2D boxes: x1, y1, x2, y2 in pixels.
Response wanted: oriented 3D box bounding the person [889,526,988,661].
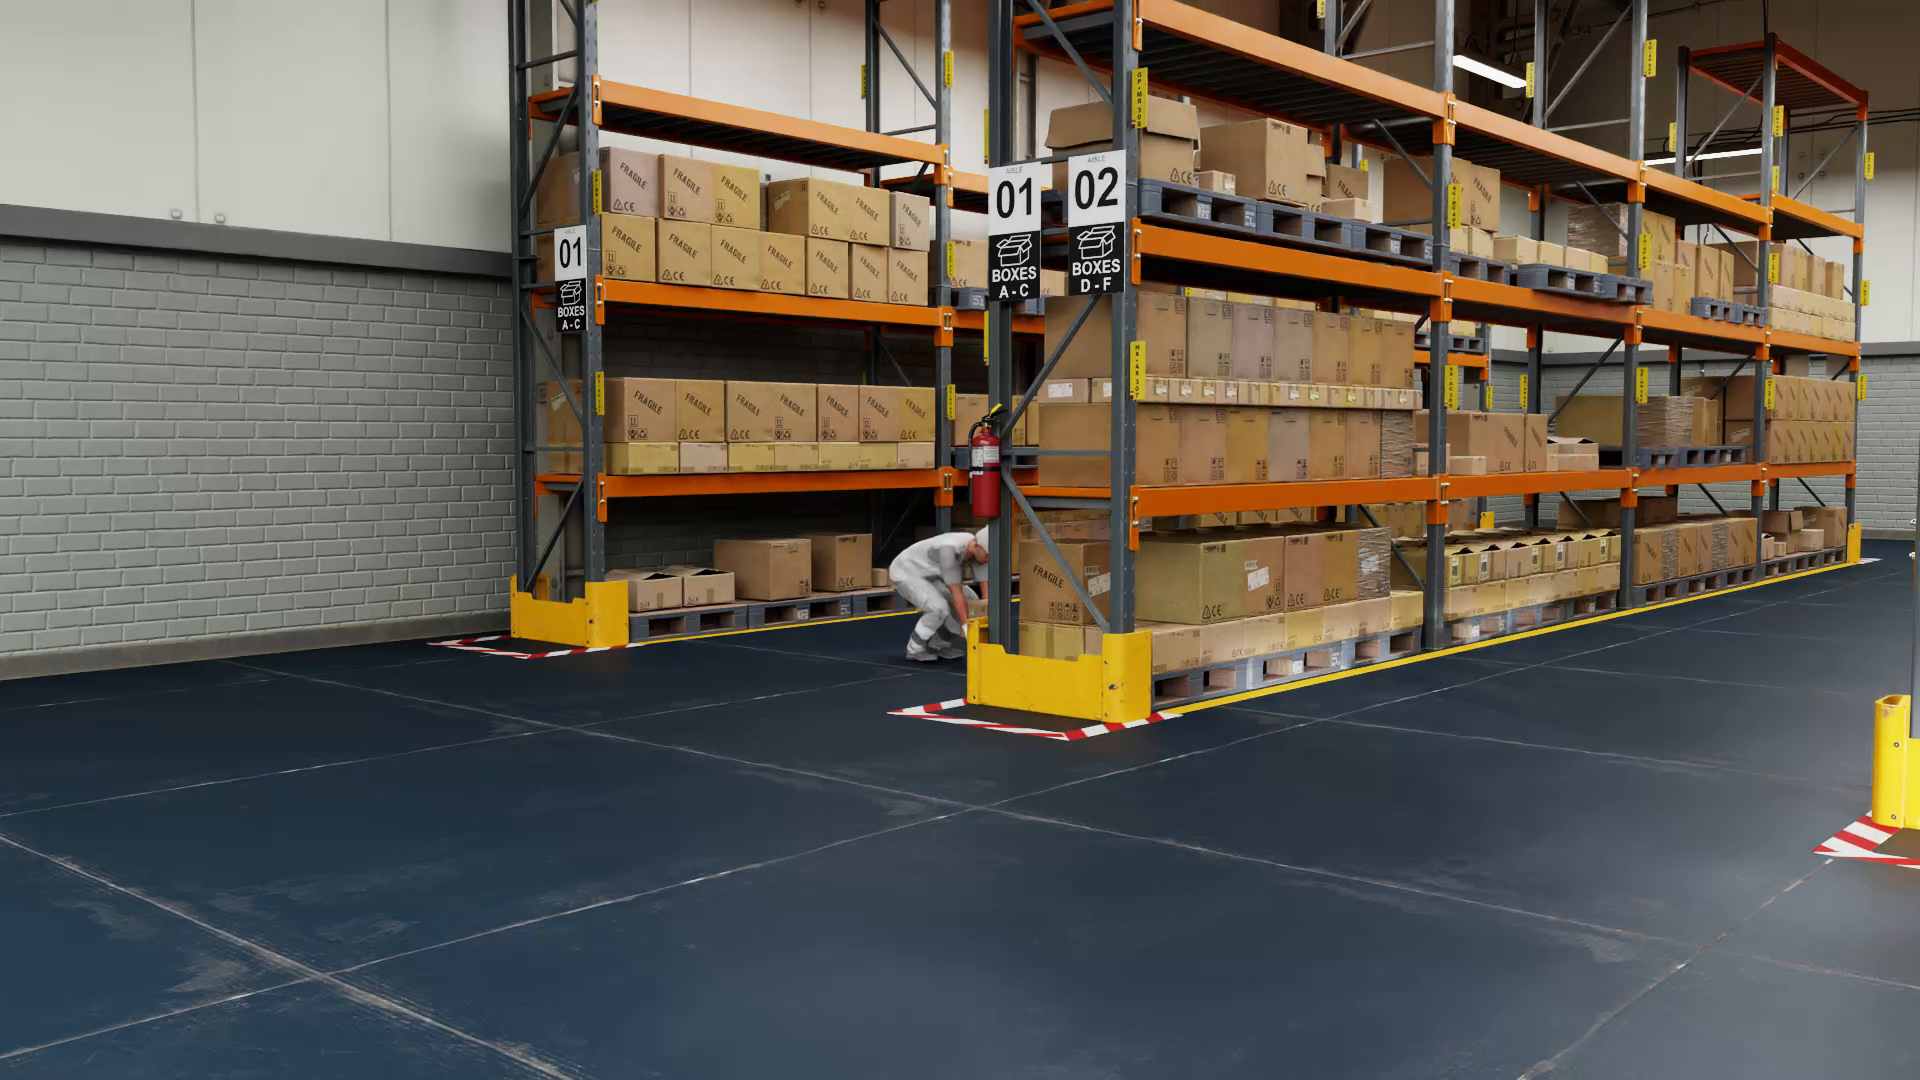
[{"bbox_3d":[-0.077,0.378,11.887,0.921,0.988,0.532,3,5,39],"label":"person"}]
